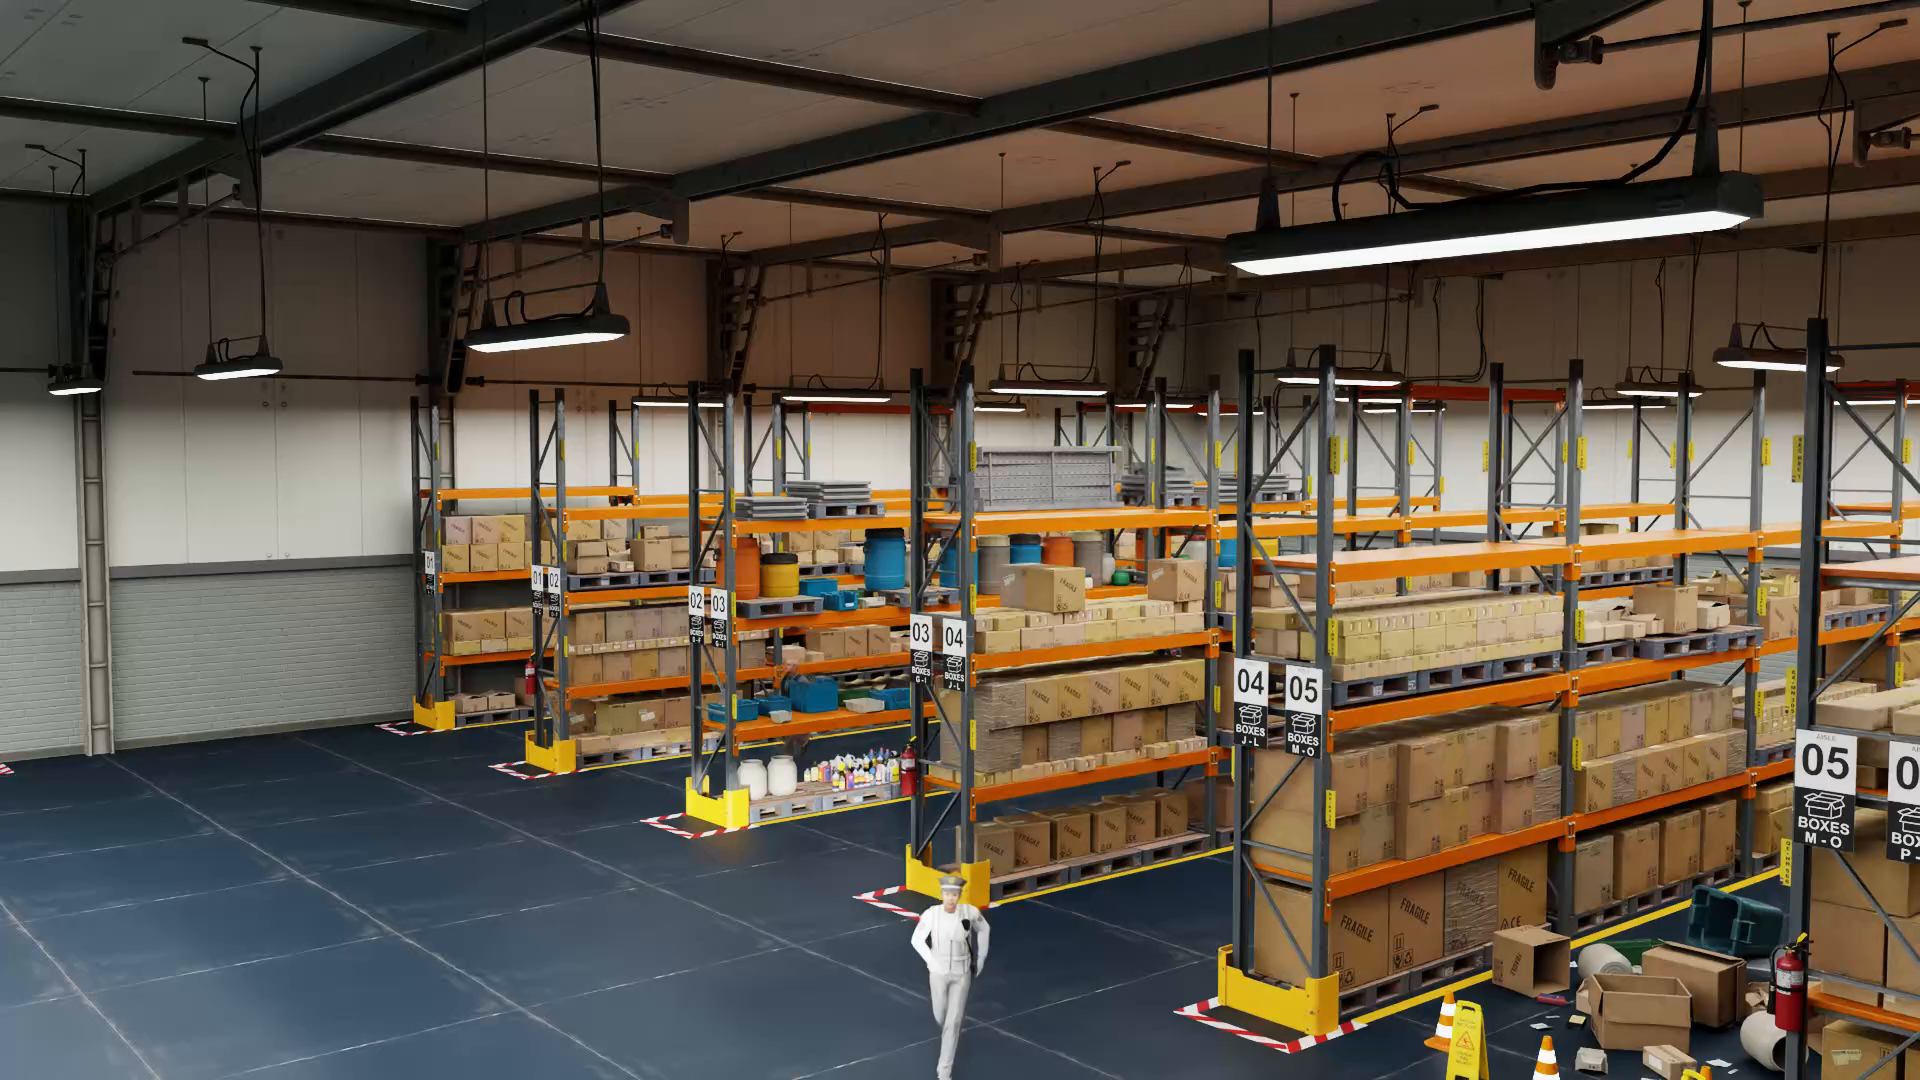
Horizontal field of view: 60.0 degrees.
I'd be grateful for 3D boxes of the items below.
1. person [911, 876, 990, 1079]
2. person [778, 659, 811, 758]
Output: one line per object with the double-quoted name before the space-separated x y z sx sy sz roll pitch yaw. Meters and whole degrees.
"person" -0.075 3.529 13.561 0.639 1.688 0.949 0 3 2
"person" -2.607 2.755 26.496 0.670 1.726 0.897 3 4 39
